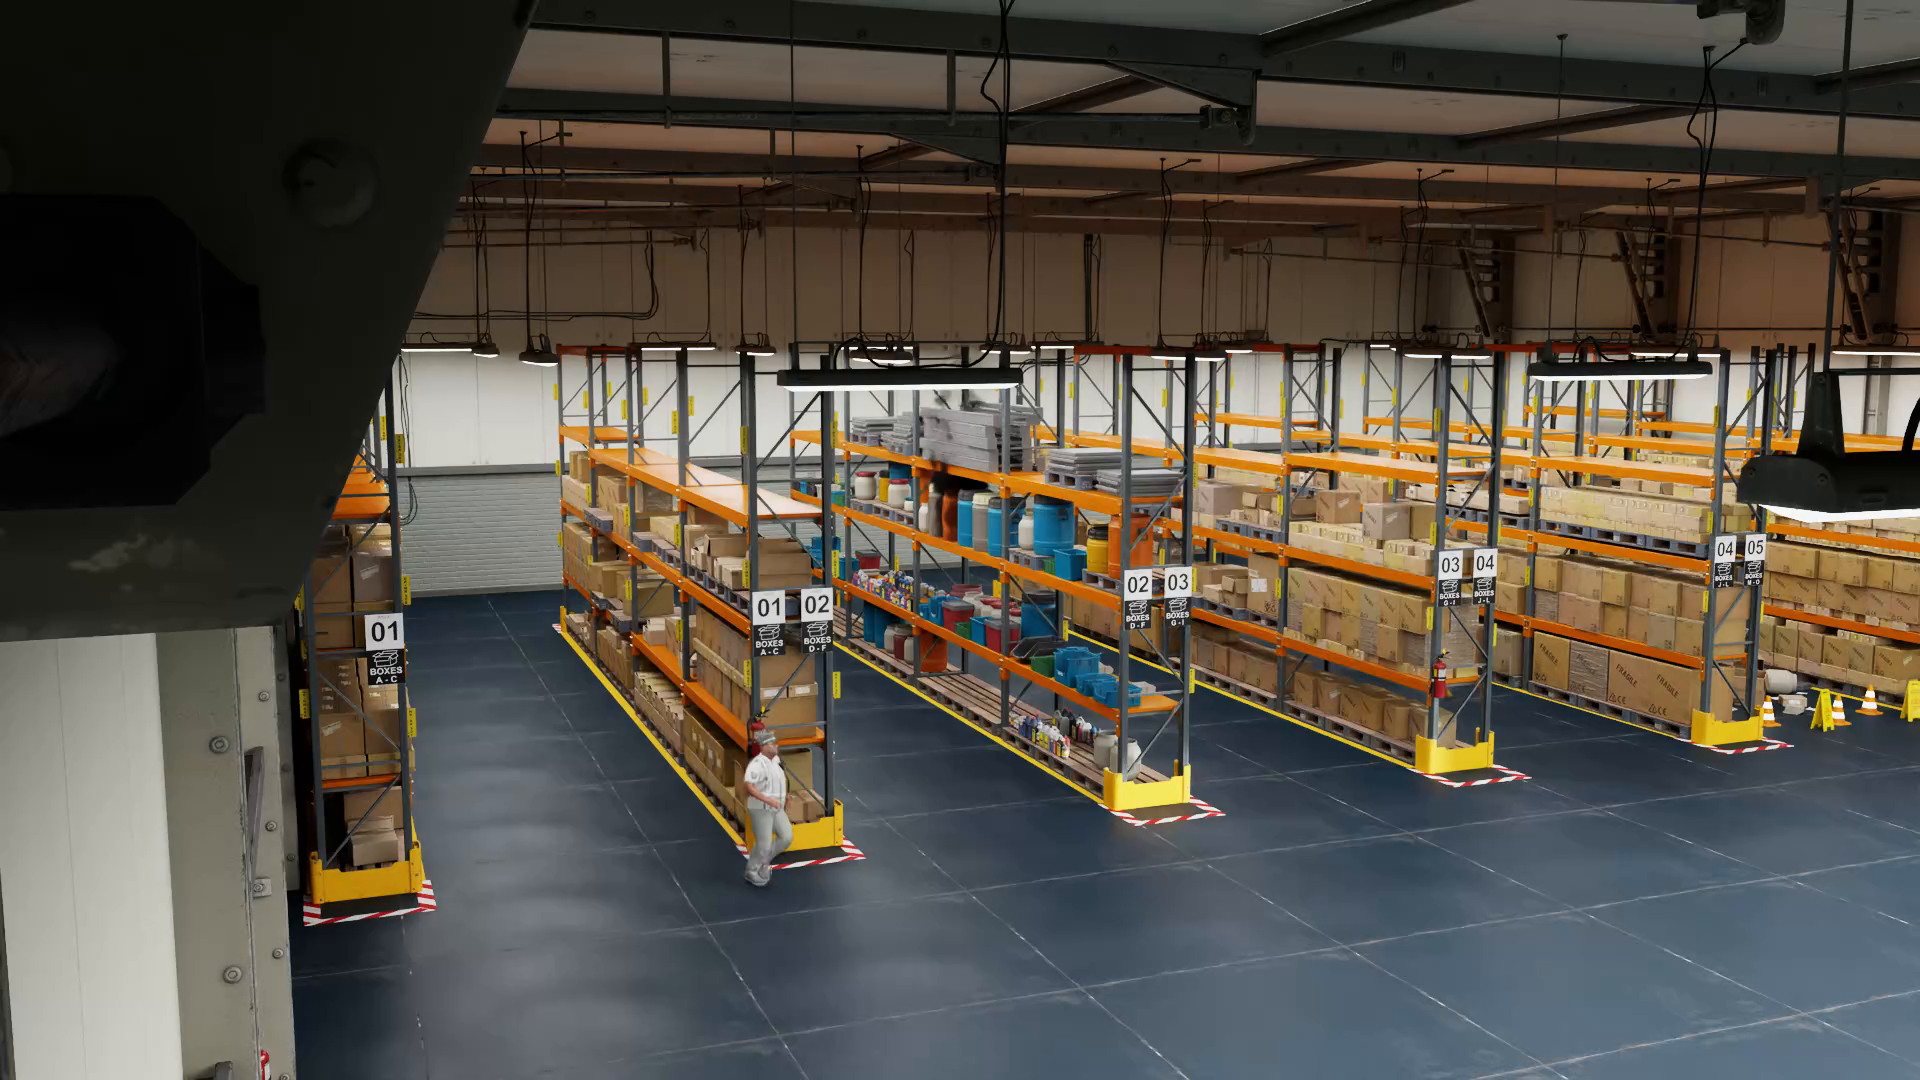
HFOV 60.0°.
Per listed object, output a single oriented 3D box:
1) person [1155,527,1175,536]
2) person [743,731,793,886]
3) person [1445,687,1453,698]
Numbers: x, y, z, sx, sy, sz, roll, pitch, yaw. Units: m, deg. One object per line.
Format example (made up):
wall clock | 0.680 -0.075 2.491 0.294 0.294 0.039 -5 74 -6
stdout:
person | 4.971 0.279 40.998 0.711 1.708 0.555 6 9 40
person | -2.162 3.059 19.072 0.545 1.732 0.738 4 8 29
person | 8.364 1.795 28.934 0.616 1.807 0.893 -4 8 -30
